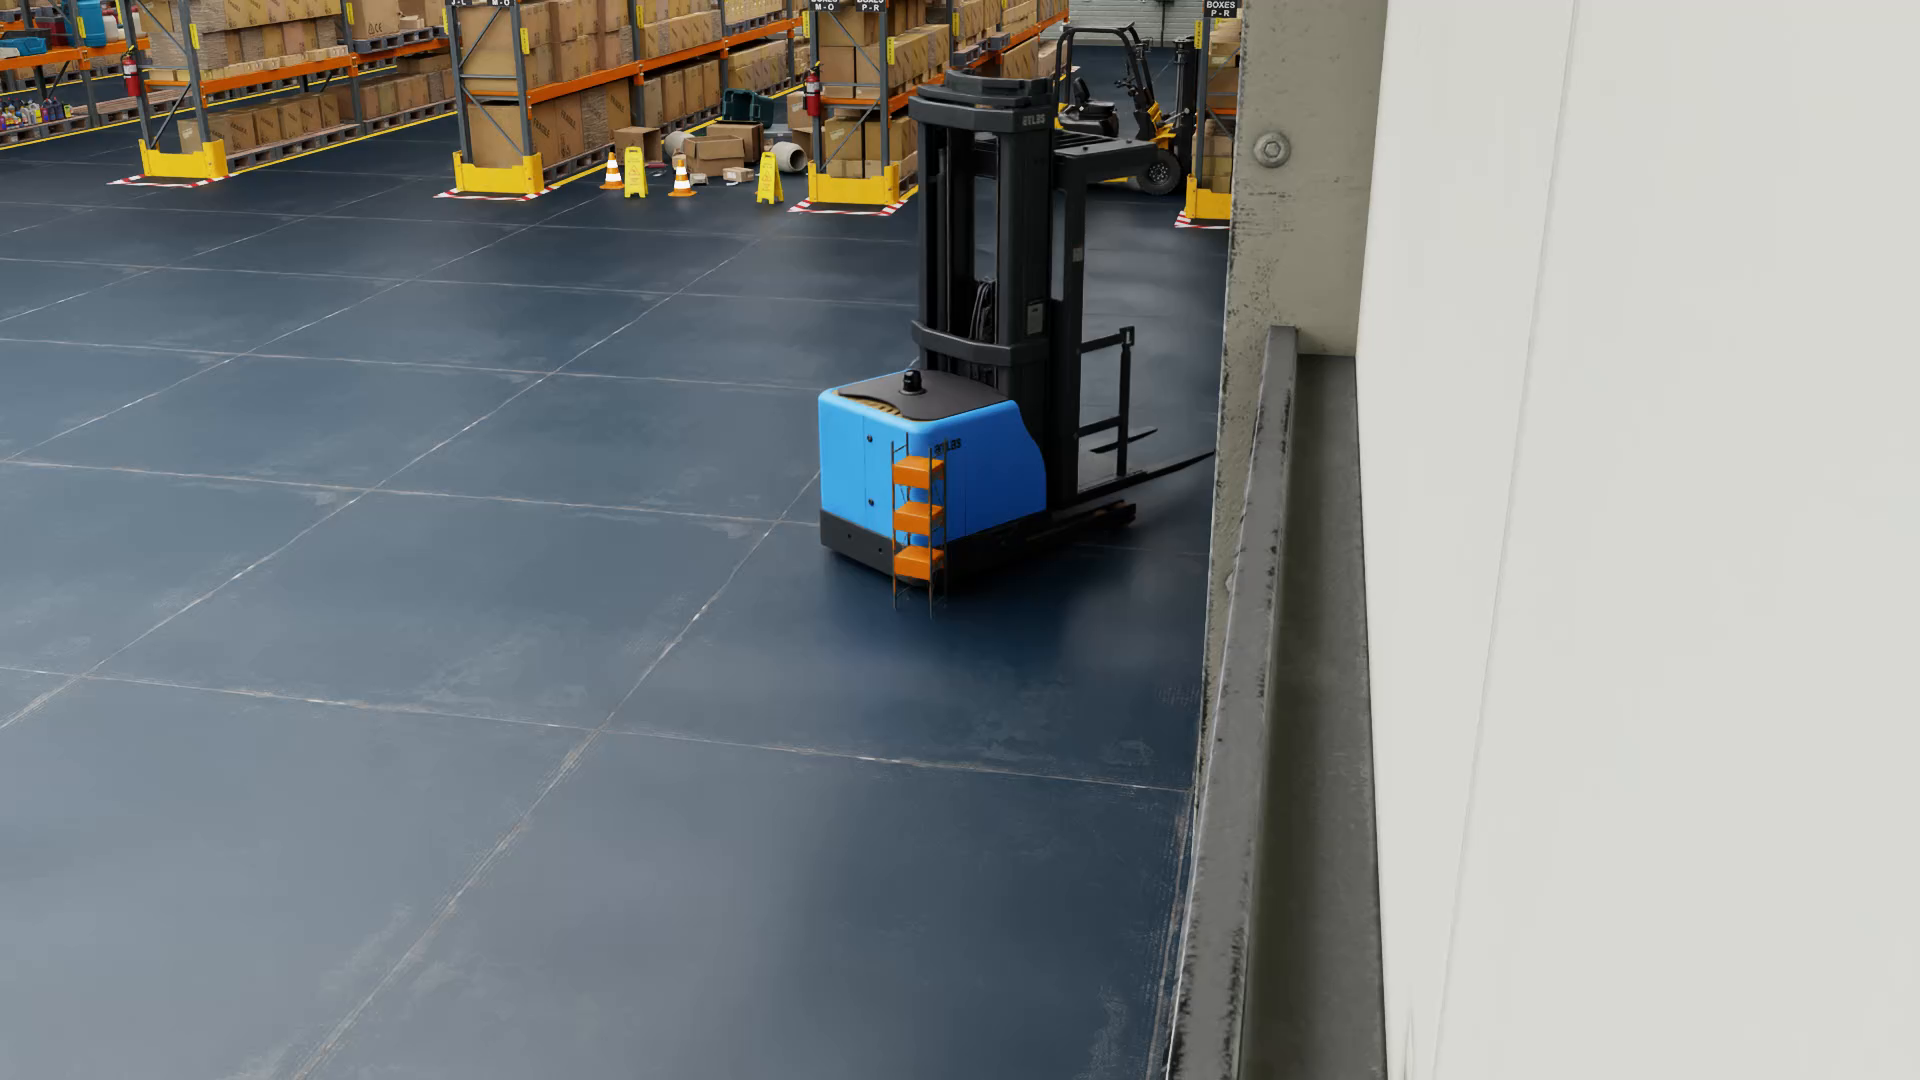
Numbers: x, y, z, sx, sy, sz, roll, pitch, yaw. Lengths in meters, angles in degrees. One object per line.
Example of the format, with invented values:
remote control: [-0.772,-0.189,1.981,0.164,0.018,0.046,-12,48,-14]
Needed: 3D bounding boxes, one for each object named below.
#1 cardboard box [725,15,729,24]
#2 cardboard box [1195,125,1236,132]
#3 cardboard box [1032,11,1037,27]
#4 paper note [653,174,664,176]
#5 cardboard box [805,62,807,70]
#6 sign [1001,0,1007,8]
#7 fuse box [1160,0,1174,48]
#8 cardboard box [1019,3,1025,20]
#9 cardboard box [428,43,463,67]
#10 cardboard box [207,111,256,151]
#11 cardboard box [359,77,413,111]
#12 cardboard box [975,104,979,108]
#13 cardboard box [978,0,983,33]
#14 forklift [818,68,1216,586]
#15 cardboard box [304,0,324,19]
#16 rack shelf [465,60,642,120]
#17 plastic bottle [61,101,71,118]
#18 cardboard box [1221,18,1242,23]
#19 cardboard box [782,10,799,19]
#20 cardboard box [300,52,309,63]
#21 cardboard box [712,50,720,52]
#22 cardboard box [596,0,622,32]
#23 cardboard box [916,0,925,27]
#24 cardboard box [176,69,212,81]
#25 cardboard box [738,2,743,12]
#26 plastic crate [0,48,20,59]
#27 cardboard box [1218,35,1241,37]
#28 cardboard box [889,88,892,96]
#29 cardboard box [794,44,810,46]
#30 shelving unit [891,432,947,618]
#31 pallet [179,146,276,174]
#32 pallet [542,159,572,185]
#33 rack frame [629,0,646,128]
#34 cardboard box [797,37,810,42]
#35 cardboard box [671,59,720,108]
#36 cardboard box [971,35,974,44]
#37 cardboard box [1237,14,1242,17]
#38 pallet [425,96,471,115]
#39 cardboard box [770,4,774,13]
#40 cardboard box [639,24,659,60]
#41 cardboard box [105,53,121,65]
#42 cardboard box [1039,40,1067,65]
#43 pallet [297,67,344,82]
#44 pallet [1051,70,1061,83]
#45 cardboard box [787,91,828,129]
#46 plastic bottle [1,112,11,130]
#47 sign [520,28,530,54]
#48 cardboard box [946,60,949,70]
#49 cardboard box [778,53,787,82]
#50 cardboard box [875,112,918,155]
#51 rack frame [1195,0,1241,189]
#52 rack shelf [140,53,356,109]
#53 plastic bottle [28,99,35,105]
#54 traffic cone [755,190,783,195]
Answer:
cardboard box: [-4.361,-9.341,29.820,0.380,0.149,0.250,4,22,10]
cardboard box: [3.331,-5.234,21.628,0.500,0.250,0.500,5,22,12]
cardboard box: [1.188,-9.984,31.844,0.500,0.250,0.500,4,22,10]
paper note: [-4.309,-5.239,23.839,0.144,0.017,0.142,13,25,29]
cardboard box: [-3.388,-9.847,34.557,0.380,0.149,0.250,4,22,10]
sign: [0.750,-9.236,28.343,0.100,0.325,0.005,4,22,11]
fuse box: [5.003,-12.953,40.739,0.539,1.711,0.414,4,22,11]
cardboard box: [0.898,-9.657,30.364,0.500,0.250,0.500,5,22,12]
cardboard box: [-9.324,-8.989,31.456,1.225,0.875,0.875,3,22,8]
cardboard box: [-10.885,-6.087,24.751,0.500,0.500,0.500,11,24,25]
cardboard box: [-9.925,-7.712,28.758,0.700,0.500,0.500,3,22,6]
cardboard box: [-0.211,-6.997,27.181,0.950,0.372,0.625,5,23,13]
cardboard box: [0.087,-8.391,26.595,0.500,0.500,0.500,4,22,9]
forklift: [0.537,-1.522,10.725,3.031,2.935,1.130,-19,29,-39]
cardboard box: [-10.224,-8.346,25.706,0.500,0.500,0.500,4,22,11]
rack shelf: [-5.874,-6.586,24.170,1.077,0.370,4.000,4,22,11]
plastic bottle: [-14.925,-7.187,27.745,0.061,0.283,0.133,6,23,14]
cardboard box: [3.905,-7.325,23.641,0.380,0.149,0.250,5,22,12]
cardboard box: [-3.456,-10.539,33.358,0.380,0.149,0.250,5,23,13]
cardboard box: [-10.349,-7.490,25.787,0.380,0.149,0.250,4,22,11]
cardboard box: [-4.675,-8.953,30.863,0.500,0.250,0.500,5,22,12]
cardboard box: [-5.573,-7.880,24.772,0.875,0.550,0.550,4,22,11]
cardboard box: [-0.902,-7.815,24.387,0.700,0.500,0.500,4,22,10]
cardboard box: [-10.826,-6.573,23.510,0.380,0.149,0.250,4,22,11]
cardboard box: [-4.199,-9.781,30.516,0.380,0.149,0.250,5,22,11]
plastic crate: [-15.233,-7.709,26.346,0.530,0.136,0.437,4,22,11]
cardboard box: [3.481,-6.379,21.292,0.380,0.149,0.250,5,22,11]
cardboard box: [-1.106,-5.934,21.922,0.380,0.149,0.250,5,22,12]
cardboard box: [-3.305,-10.318,34.930,0.380,0.149,0.250,4,22,9]
shelving unit: [-0.236,-0.085,9.673,0.252,1.050,0.215,10,24,24]
pallet: [-10.901,-5.632,24.571,1.003,0.211,1.213,4,22,11]
pallet: [-6.196,-5.193,23.481,1.003,0.211,1.213,4,22,11]
rack frame: [-5.466,-7.651,25.851,1.000,3.000,0.127,4,22,11]
cardboard box: [-3.396,-10.913,36.407,0.380,0.149,0.250,5,22,12]
cardboard box: [-4.862,-8.050,29.290,1.050,0.750,0.750,4,22,10]
cardboard box: [0.011,-7.949,26.364,0.380,0.149,0.250,5,22,11]
cardboard box: [4.470,-8.177,26.155,0.380,0.149,0.250,5,22,12]
pallet: [-9.646,-7.950,30.326,1.003,0.211,1.213,4,22,11]
cardboard box: [-3.826,-10.309,32.224,0.380,0.149,0.250,4,22,11]
cardboard box: [-5.095,-7.870,26.259,0.500,0.500,0.500,5,22,12]
cardboard box: [-18.295,-10.411,35.460,0.500,0.500,0.500,5,22,11]
cardboard box: [1.812,-10.457,35.685,0.875,0.438,0.875,4,22,9]
pallet: [-13.716,-9.797,34.912,1.003,0.211,1.213,4,22,11]
pallet: [1.511,-9.663,34.579,1.003,0.211,1.213,4,22,11]
cardboard box: [-2.348,-6.627,25.641,0.500,0.500,0.500,4,22,11]
plastic bottle: [-15.221,-6.684,26.513,0.097,0.271,0.097,0,22,0]
sign: [-5.740,-6.582,21.932,0.100,0.325,0.005,4,22,11]
cardboard box: [-0.367,-7.054,24.704,0.380,0.149,0.250,4,22,10]
cardboard box: [-3.738,-9.323,32.785,0.500,0.500,0.500,4,22,10]
cardboard box: [-0.874,-5.590,22.846,0.500,0.500,0.500,4,22,9]
rack frame: [3.444,-5.471,20.438,1.000,3.000,0.127,4,22,11]
rack shelf: [-10.709,-7.001,25.200,1.077,0.370,4.000,4,22,11]
plastic bottle: [-15.644,-7.299,28.041,0.097,0.271,0.097,0,22,0]
traffic cone: [-2.591,-4.927,22.482,0.336,0.463,0.334,4,22,11]
